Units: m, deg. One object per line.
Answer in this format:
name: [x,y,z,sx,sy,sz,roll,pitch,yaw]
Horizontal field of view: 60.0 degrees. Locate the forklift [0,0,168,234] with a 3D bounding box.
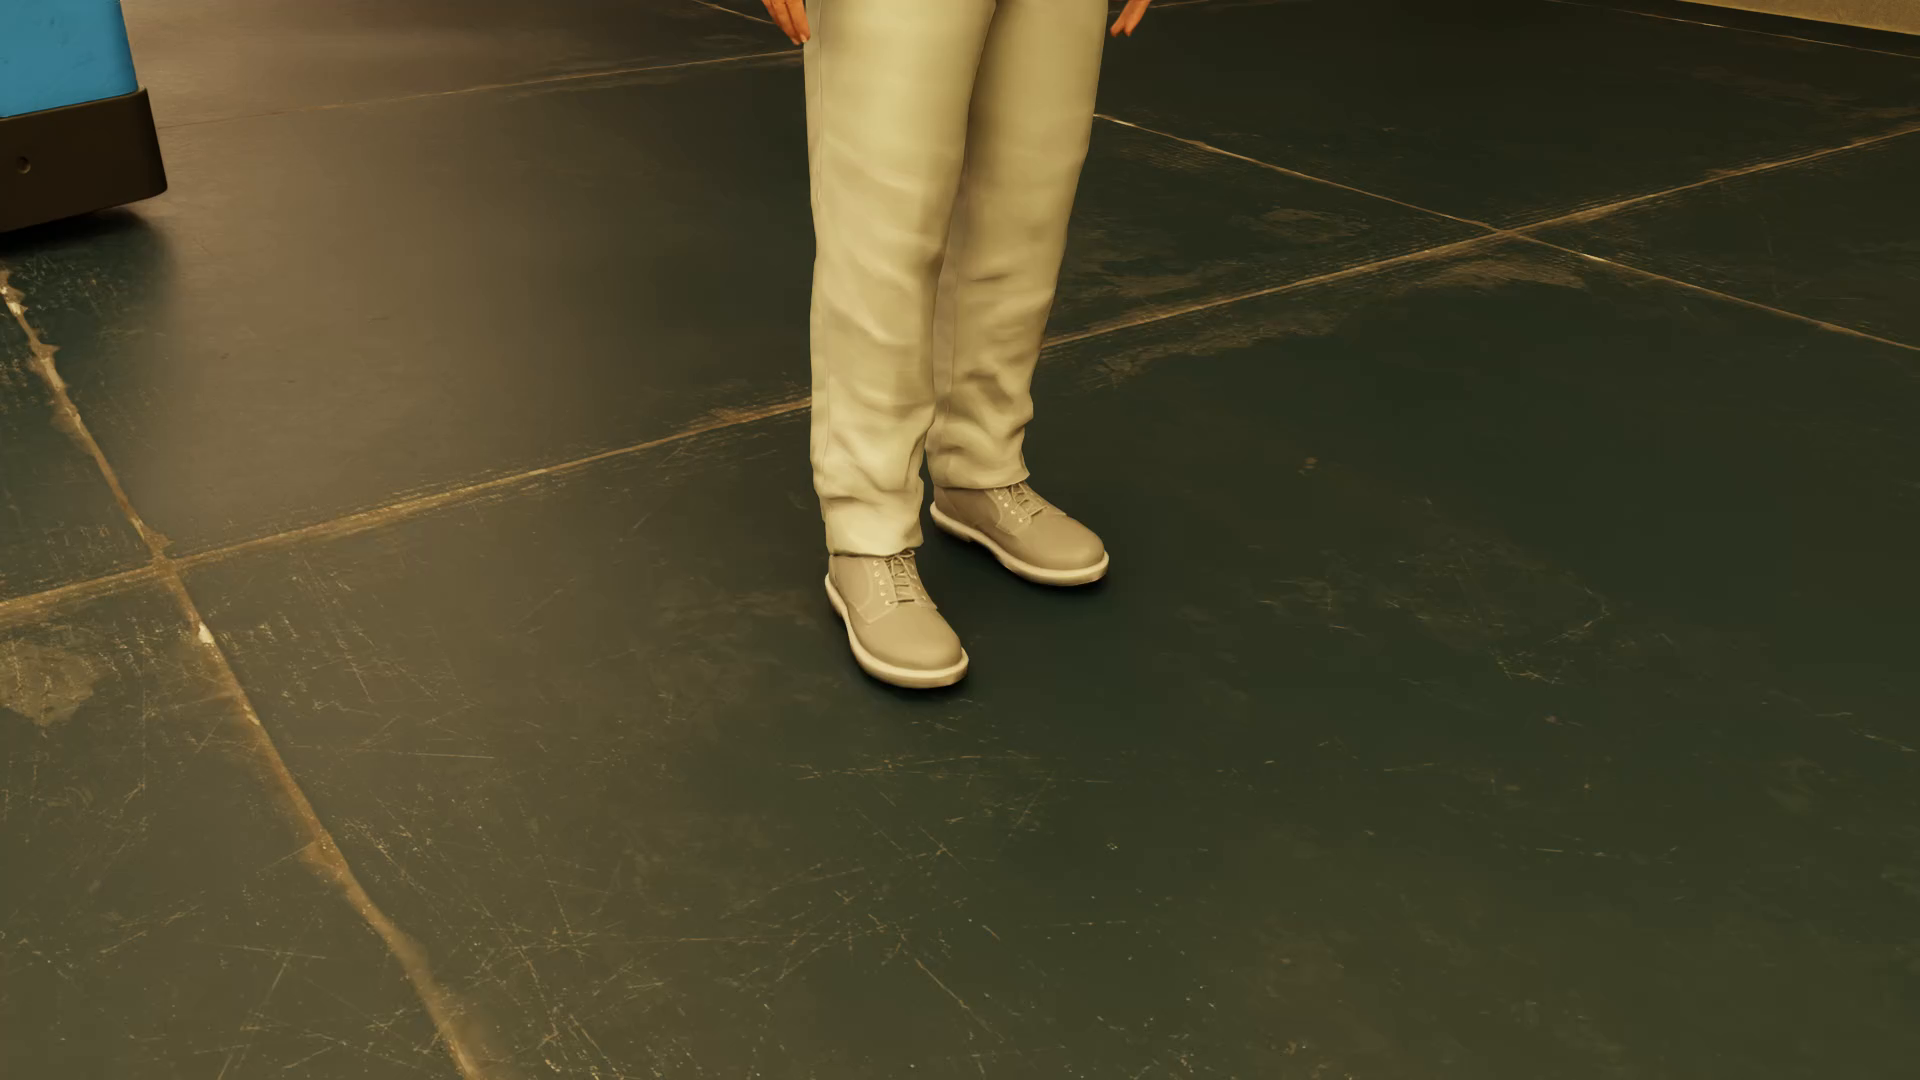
forklift: [-3.431,-2.275,3.765,3.031,2.935,1.130,16,31,29]

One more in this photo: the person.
person: [0.035,-0.772,2.034,0.641,1.780,0.574,-17,31,-31]
